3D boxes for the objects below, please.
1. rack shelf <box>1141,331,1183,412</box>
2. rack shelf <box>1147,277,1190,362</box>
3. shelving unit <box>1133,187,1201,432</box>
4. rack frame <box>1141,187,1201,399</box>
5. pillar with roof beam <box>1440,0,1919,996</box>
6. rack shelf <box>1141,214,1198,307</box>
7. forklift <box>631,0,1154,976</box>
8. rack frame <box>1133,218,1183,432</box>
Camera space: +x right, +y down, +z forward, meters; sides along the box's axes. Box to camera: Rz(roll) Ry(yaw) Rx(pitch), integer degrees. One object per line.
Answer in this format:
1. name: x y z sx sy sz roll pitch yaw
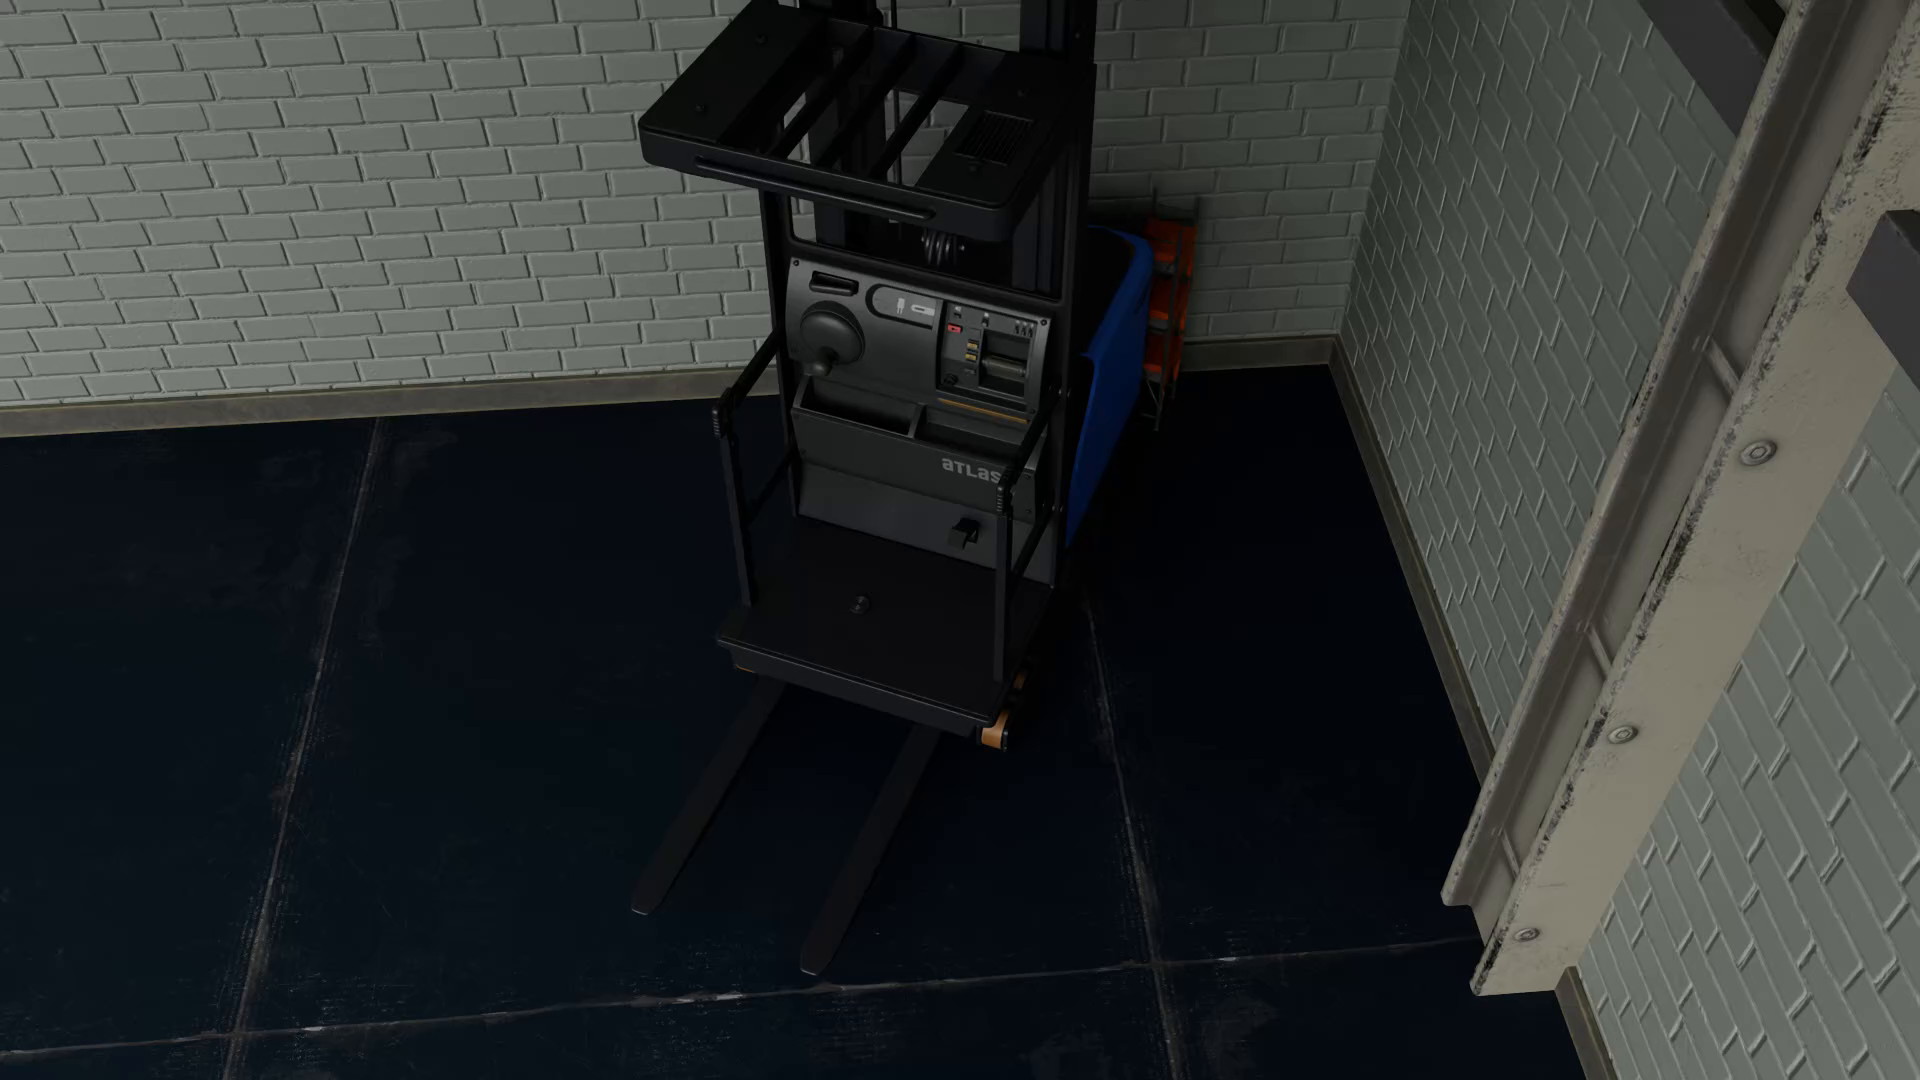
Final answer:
1. rack shelf: 0.829 -0.754 7.267 0.215 0.259 0.240 16 46 15
2. rack shelf: 0.832 -0.953 7.073 0.215 0.259 0.240 16 46 15
3. shelving unit: 0.832 -0.960 7.065 0.215 1.050 0.252 16 46 15
4. rack frame: 0.878 -1.039 7.147 0.200 1.050 0.008 16 46 15
5. pillar with roof beam: -2.463 -1.487 2.097 9.100 9.000 0.400 -3 47 -3
6. rack shelf: 0.835 -1.156 6.875 0.215 0.259 0.240 16 46 15
7. forklift: -0.223 -0.586 5.423 1.130 2.935 3.031 16 49 14
8. rack frame: 0.786 -0.882 6.984 0.200 1.050 0.008 16 46 15
